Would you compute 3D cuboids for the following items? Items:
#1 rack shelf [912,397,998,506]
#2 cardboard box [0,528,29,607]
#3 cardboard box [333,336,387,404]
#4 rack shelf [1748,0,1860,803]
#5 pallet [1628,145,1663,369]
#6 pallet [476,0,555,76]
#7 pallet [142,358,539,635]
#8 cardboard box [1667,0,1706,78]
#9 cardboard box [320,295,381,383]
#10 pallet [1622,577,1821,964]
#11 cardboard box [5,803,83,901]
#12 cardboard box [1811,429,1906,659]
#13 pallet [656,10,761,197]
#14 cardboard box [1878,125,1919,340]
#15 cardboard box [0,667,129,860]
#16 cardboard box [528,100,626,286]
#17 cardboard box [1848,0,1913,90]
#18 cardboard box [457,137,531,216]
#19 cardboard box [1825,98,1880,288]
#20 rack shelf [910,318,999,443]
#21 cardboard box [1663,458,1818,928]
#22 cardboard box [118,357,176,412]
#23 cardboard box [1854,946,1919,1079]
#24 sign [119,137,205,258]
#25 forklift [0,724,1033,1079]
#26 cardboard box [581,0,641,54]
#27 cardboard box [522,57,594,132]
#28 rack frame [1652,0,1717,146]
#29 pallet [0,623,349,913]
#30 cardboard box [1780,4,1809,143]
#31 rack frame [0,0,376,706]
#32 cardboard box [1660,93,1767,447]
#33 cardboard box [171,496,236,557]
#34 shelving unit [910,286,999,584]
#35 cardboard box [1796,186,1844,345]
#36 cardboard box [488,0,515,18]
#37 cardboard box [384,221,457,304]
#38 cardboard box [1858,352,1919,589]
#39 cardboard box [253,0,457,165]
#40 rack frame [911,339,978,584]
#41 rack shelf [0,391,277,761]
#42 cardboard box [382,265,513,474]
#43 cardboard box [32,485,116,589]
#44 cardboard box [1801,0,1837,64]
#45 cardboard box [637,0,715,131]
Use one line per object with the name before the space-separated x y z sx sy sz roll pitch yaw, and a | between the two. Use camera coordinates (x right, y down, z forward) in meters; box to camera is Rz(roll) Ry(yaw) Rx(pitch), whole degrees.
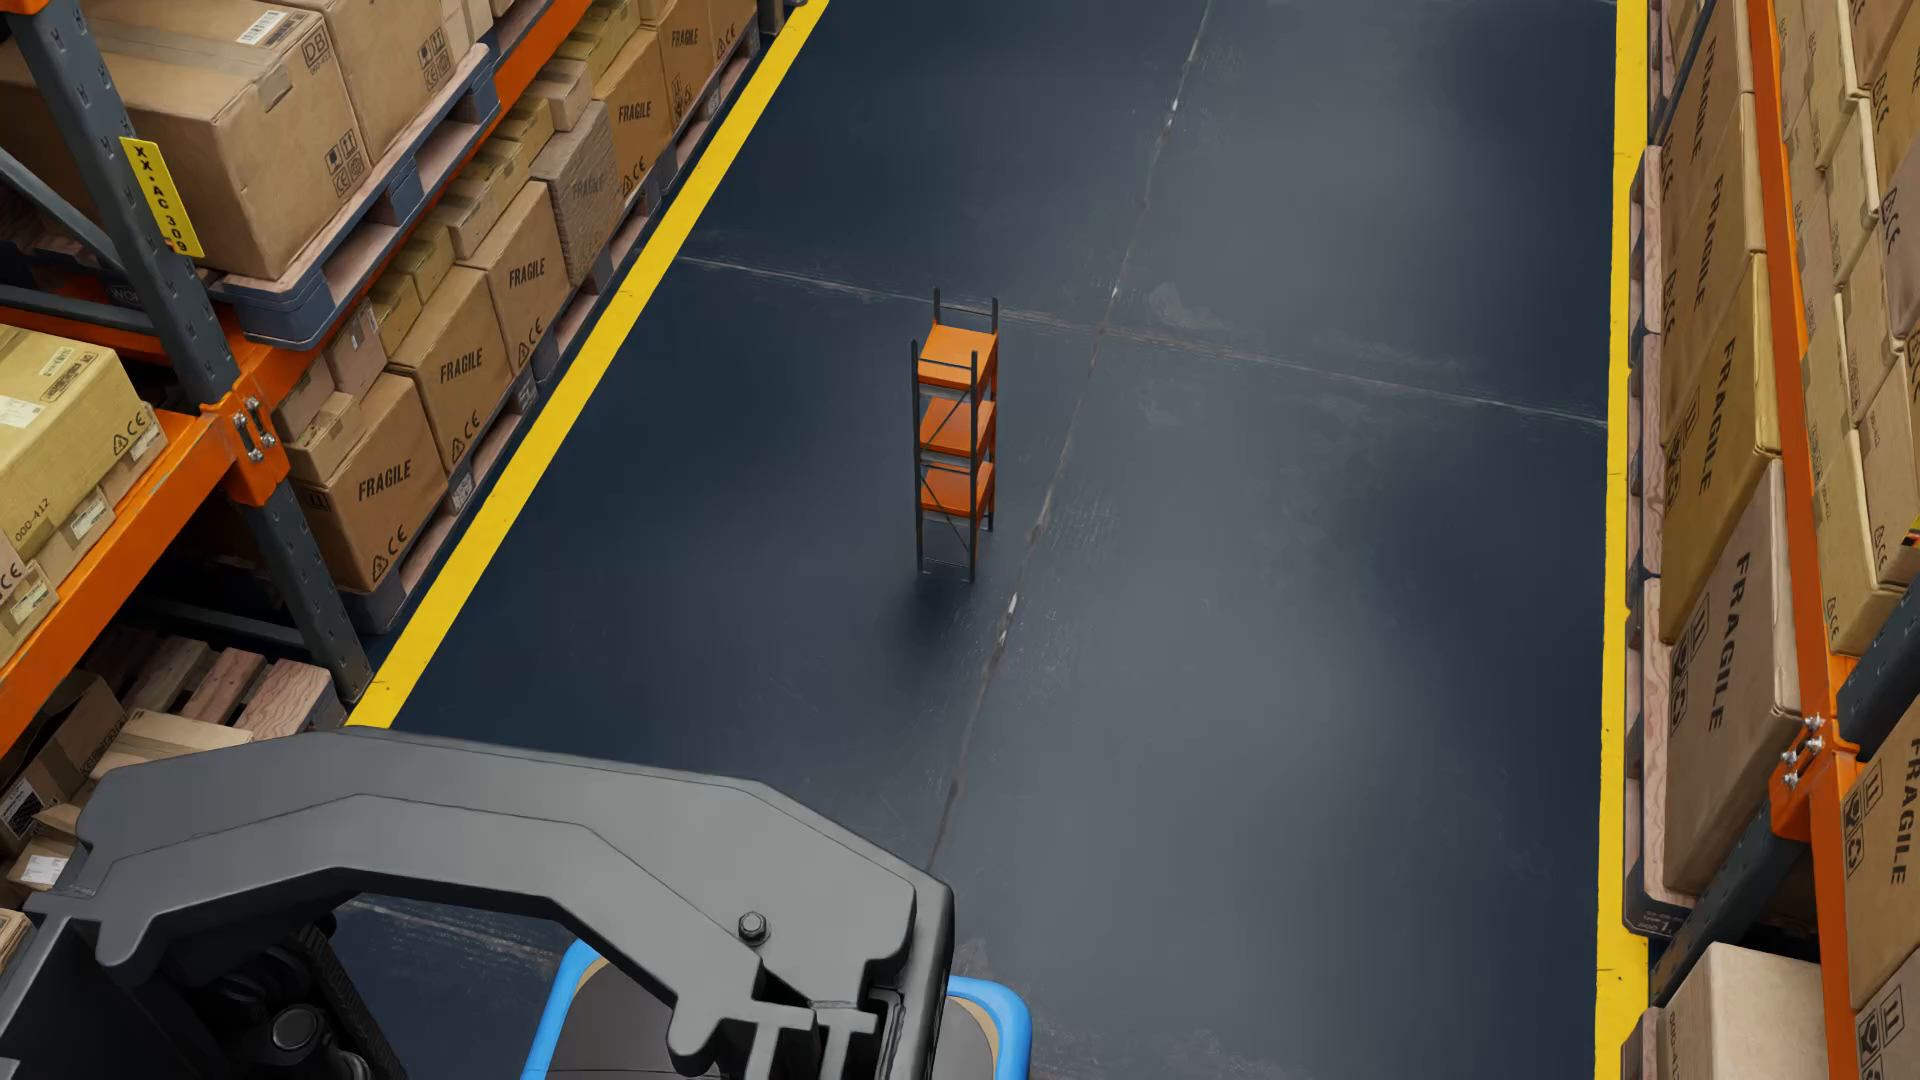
rack shelf | -0.014 -0.302 5.330 0.215 0.259 0.240 12 50 10
cardboard box | -2.400 0.123 3.542 0.500 0.250 0.500 12 50 10
cardboard box | -2.035 -0.559 5.197 0.380 0.149 0.250 10 49 9
rack shelf | 2.932 -0.841 4.972 1.077 0.370 4.000 12 50 10
pallet | 3.178 -1.048 6.534 1.003 0.211 1.213 12 50 10
pallet | -1.839 -2.032 5.671 1.003 0.211 1.213 12 50 10
pallet | -2.207 -0.283 5.859 1.003 0.211 1.213 12 50 10
cardboard box | 3.617 -2.202 7.165 0.950 0.372 0.625 9 49 7
cardboard box | -2.011 -0.639 5.069 0.380 0.149 0.250 9 49 8
pallet | 2.536 0.717 4.976 1.003 0.211 1.213 12 50 10
cardboard box | -2.341 0.875 4.520 0.396 0.266 0.258 13 50 11
cardboard box | 2.280 0.043 3.812 0.500 0.250 0.500 10 49 9
pallet | -1.564 -2.048 7.416 1.003 0.211 1.213 12 50 10
cardboard box | 2.410 -0.745 3.673 0.500 0.500 0.500 12 50 11
cardboard box | -2.786 0.572 4.757 0.500 0.311 0.500 13 50 11
cardboard box | -1.631 -1.348 6.326 0.500 0.500 0.500 10 49 9
cardboard box | 2.684 -1.485 4.327 0.500 0.500 0.500 12 50 11
cardboard box | -1.750 -1.300 5.851 0.380 0.149 0.250 13 50 11
cardboard box | 2.542 -0.854 4.270 0.500 0.250 0.500 13 50 11
rack shelf | -0.014 -0.489 5.117 0.215 0.259 0.240 12 50 10
cardboard box | 2.491 0.467 4.474 0.875 0.875 0.875 13 50 11
cardboard box | -2.566 -0.459 5.109 0.380 0.149 0.250 10 49 9
cardboard box | 1.893 0.985 2.813 0.500 0.500 0.500 12 50 10
sign | -1.859 -0.794 3.873 0.100 0.325 0.005 12 50 10
forklift | -0.577 1.718 2.279 1.130 2.935 3.031 7 49 6
cardboard box | -1.484 -2.055 6.517 0.380 0.149 0.250 13 50 11
cardboard box | -1.593 -1.668 6.176 0.380 0.149 0.250 9 49 8
rack frame | 3.458 -2.526 5.979 1.000 3.000 0.127 12 50 10
pallet | -2.566 0.810 4.895 1.003 0.211 1.213 12 50 10
cardboard box | 2.825 -1.419 5.102 0.500 0.250 0.500 13 50 11
rack frame | -2.384 -0.610 4.287 1.000 3.000 0.127 12 50 10
cardboard box | 2.958 -0.834 5.623 0.875 0.875 0.875 12 50 10
cardboard box | -2.540 -0.335 5.432 0.500 0.500 0.500 11 50 10
shelving unit | -0.014 -0.309 5.322 0.215 1.050 0.252 12 50 10
cardboard box | 2.567 -0.687 4.455 0.500 0.250 0.500 10 49 9
cardboard box | -1.698 -2.030 5.194 0.700 0.500 0.500 11 50 10
cardboard box | -1.919 -0.947 5.540 0.380 0.149 0.250 11 49 9
cardboard box | 2.287 -0.115 3.618 0.500 0.250 0.500 12 50 10
cardboard box | -1.905 -1.462 4.693 0.700 0.500 0.500 12 50 10
rack frame | -0.046 -0.220 5.244 0.200 1.050 0.008 12 50 10
rack shelf | -2.911 1.075 3.280 1.077 0.370 4.000 12 50 10
cardboard box | -1.909 -0.614 5.678 0.500 0.500 0.500 11 49 10
cardboard box | -2.272 -0.053 3.964 0.380 0.149 0.250 13 50 11
cardboard box | 2.806 -1.592 4.921 0.500 0.250 0.500 11 50 10
cardboard box | -1.377 -2.106 6.996 0.500 0.500 0.500 11 49 9
